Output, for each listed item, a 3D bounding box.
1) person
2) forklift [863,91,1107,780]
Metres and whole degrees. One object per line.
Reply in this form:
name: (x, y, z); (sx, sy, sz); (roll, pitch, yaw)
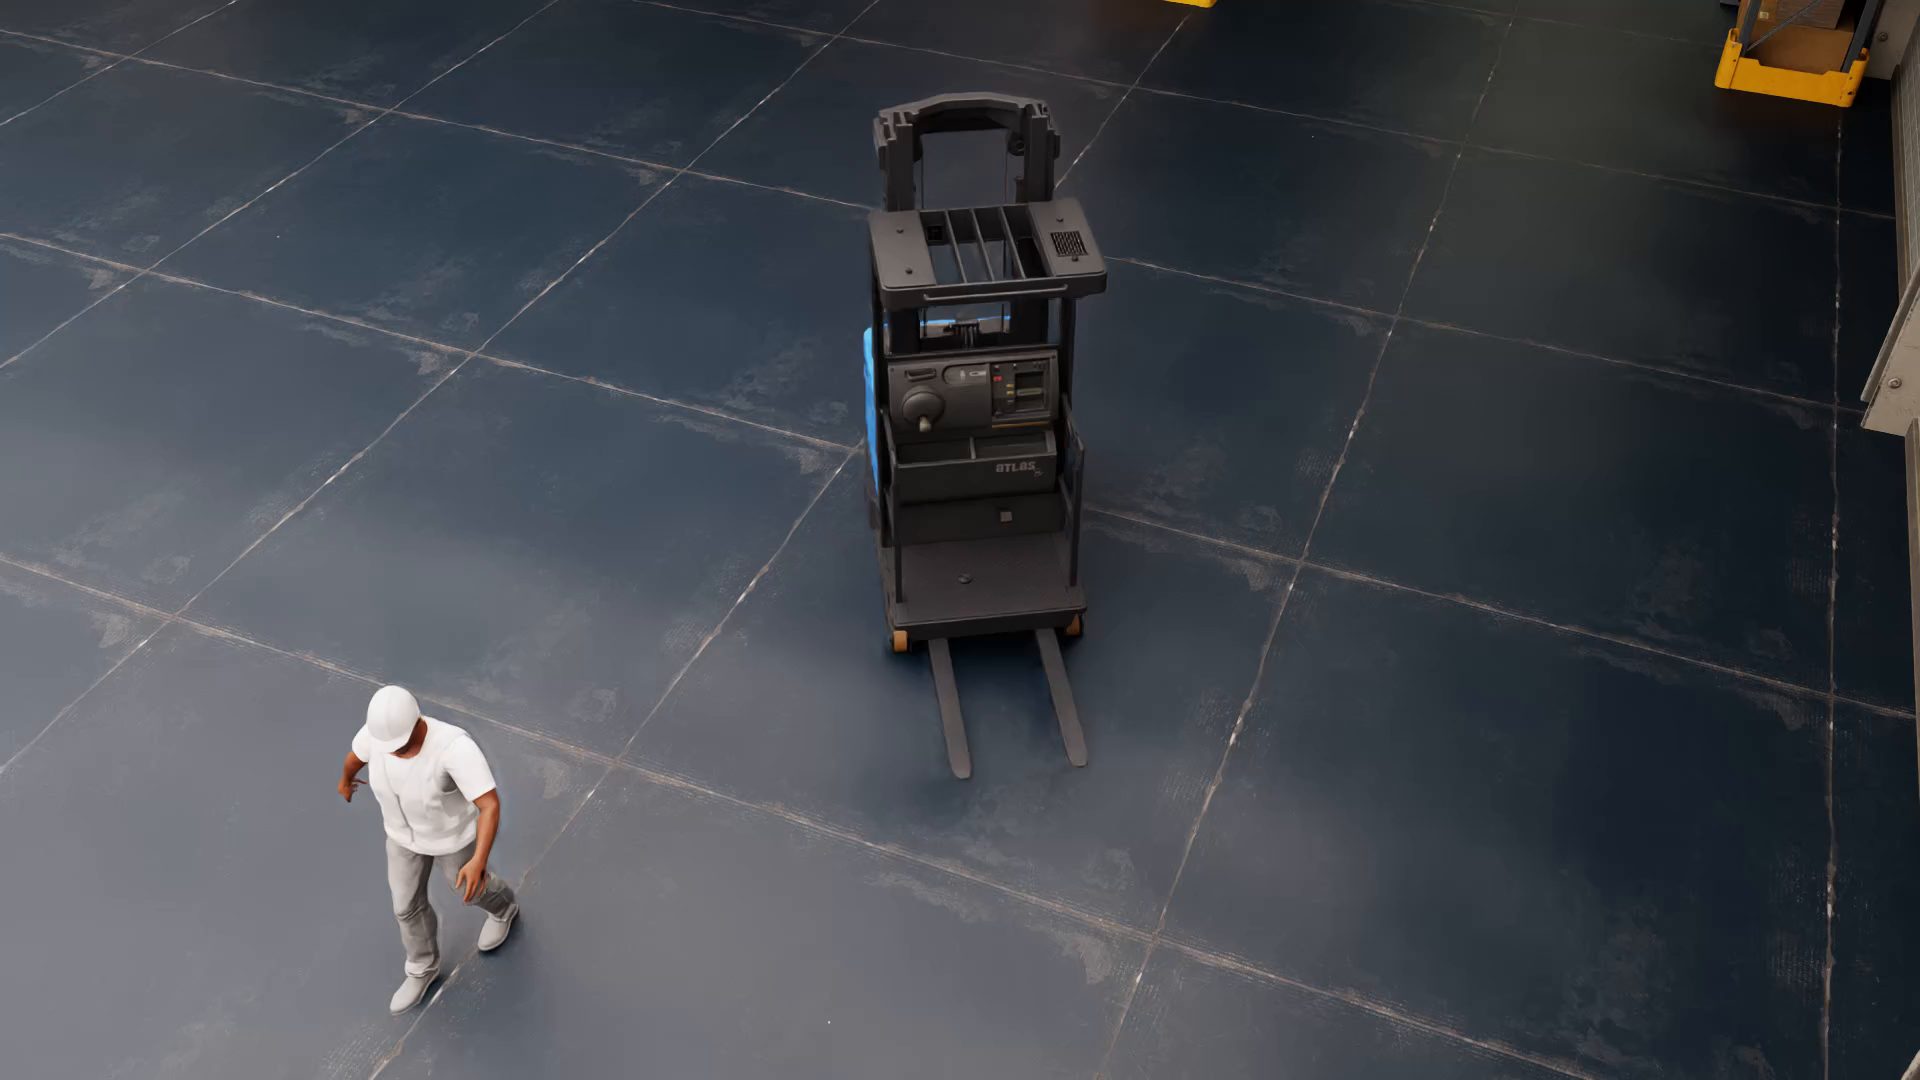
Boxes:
person: (-2.406, 1.325, 7.367); (1.033, 1.749, 0.738); (11, 41, 12)
forklift: (0.108, -0.724, 8.872); (1.130, 2.935, 3.031); (-5, 40, -6)
